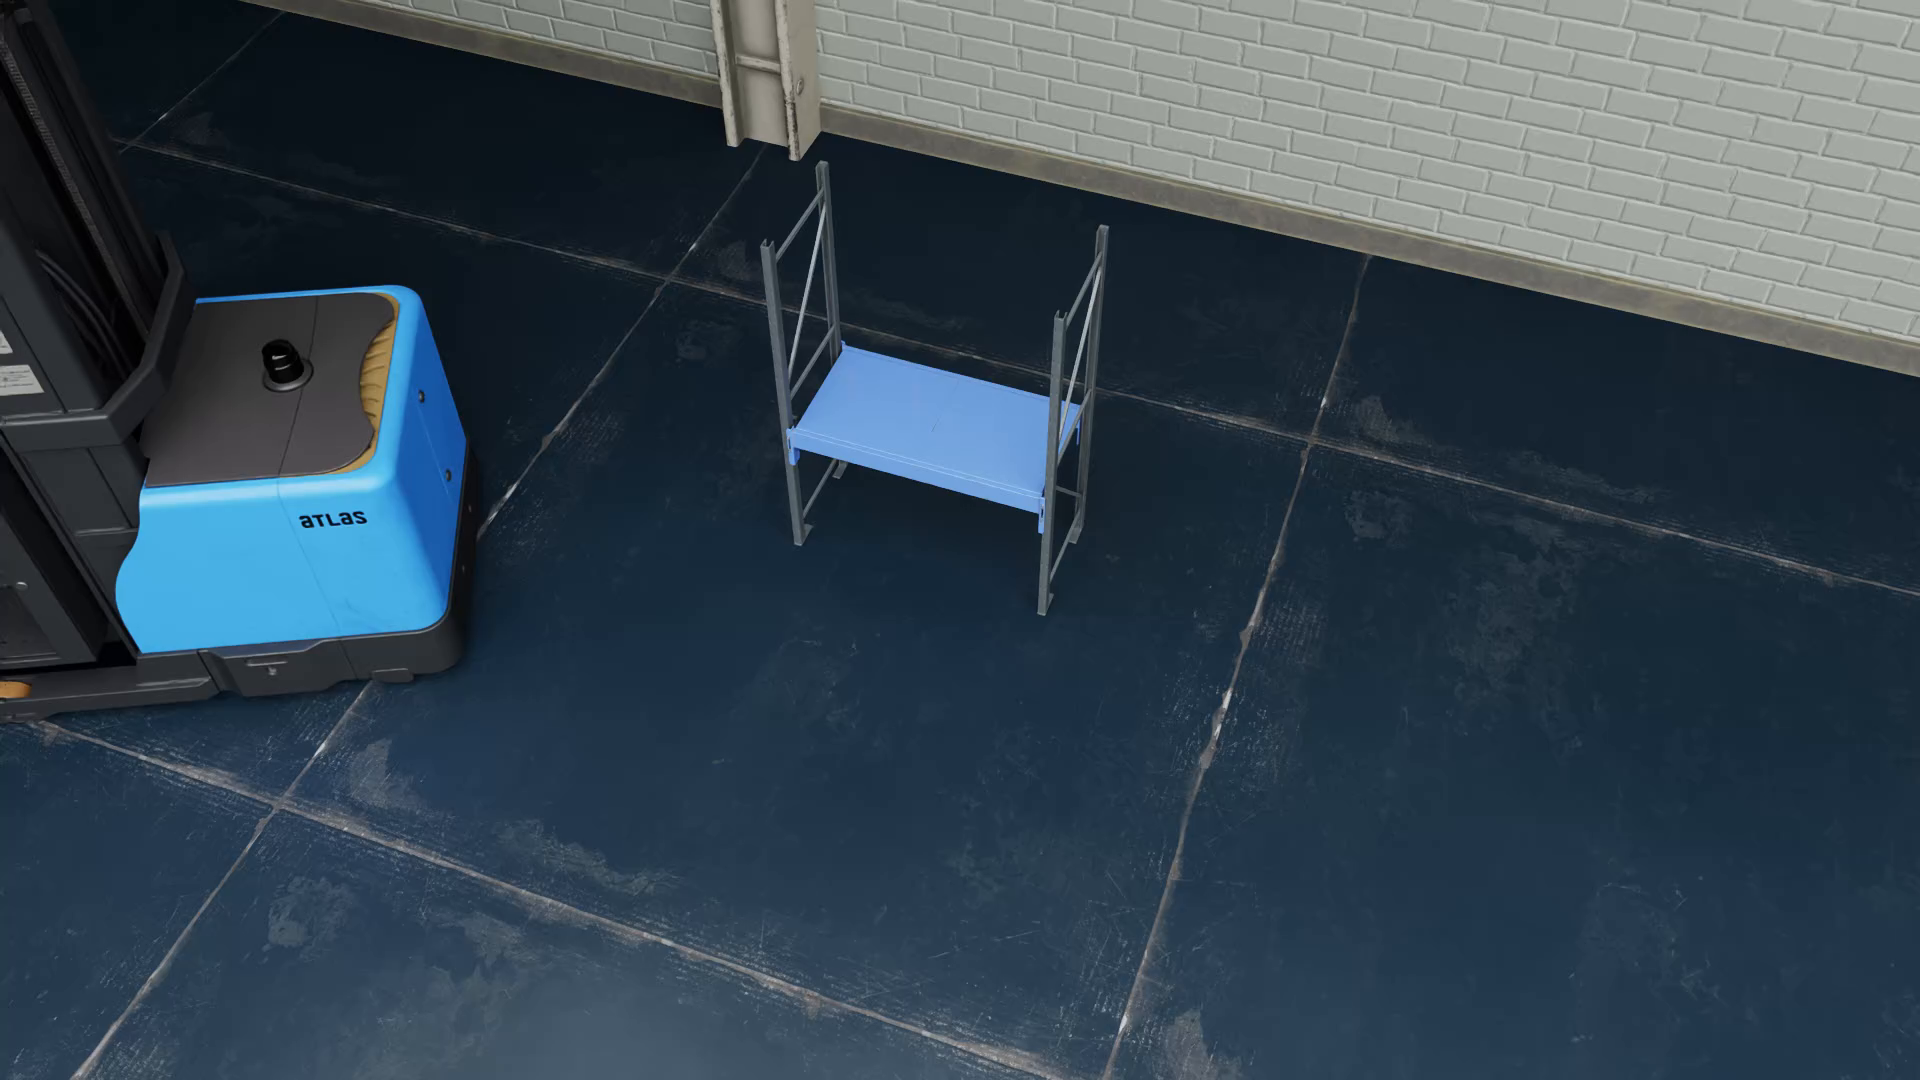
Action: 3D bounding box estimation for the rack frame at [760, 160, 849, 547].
[{"bbox_3d":[-0.557,-0.647,6.185,0.032,1.500,0.500,16,51,13],"label":"rack frame"}]

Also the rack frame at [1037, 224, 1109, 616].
[{"bbox_3d":[0.397,-0.380,5.954,0.032,1.500,0.500,16,51,13],"label":"rack frame"}]

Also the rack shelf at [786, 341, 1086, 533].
[{"bbox_3d":[-0.080,-0.396,6.205,1.000,0.185,0.538,16,51,13],"label":"rack shelf"}]

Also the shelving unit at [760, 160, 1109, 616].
[{"bbox_3d":[-0.080,-0.514,6.069,1.048,1.500,0.538,16,51,13],"label":"shelving unit"}]

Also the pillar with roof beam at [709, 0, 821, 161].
[{"bbox_3d":[-2.423,-1.934,2.337,0.400,9.000,9.100,16,51,13],"label":"pillar with roof beam"}]

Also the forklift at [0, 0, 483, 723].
[{"bbox_3d":[-3.389,-0.704,5.287,3.031,2.935,1.130,-5,49,-4],"label":"forklift"}]
